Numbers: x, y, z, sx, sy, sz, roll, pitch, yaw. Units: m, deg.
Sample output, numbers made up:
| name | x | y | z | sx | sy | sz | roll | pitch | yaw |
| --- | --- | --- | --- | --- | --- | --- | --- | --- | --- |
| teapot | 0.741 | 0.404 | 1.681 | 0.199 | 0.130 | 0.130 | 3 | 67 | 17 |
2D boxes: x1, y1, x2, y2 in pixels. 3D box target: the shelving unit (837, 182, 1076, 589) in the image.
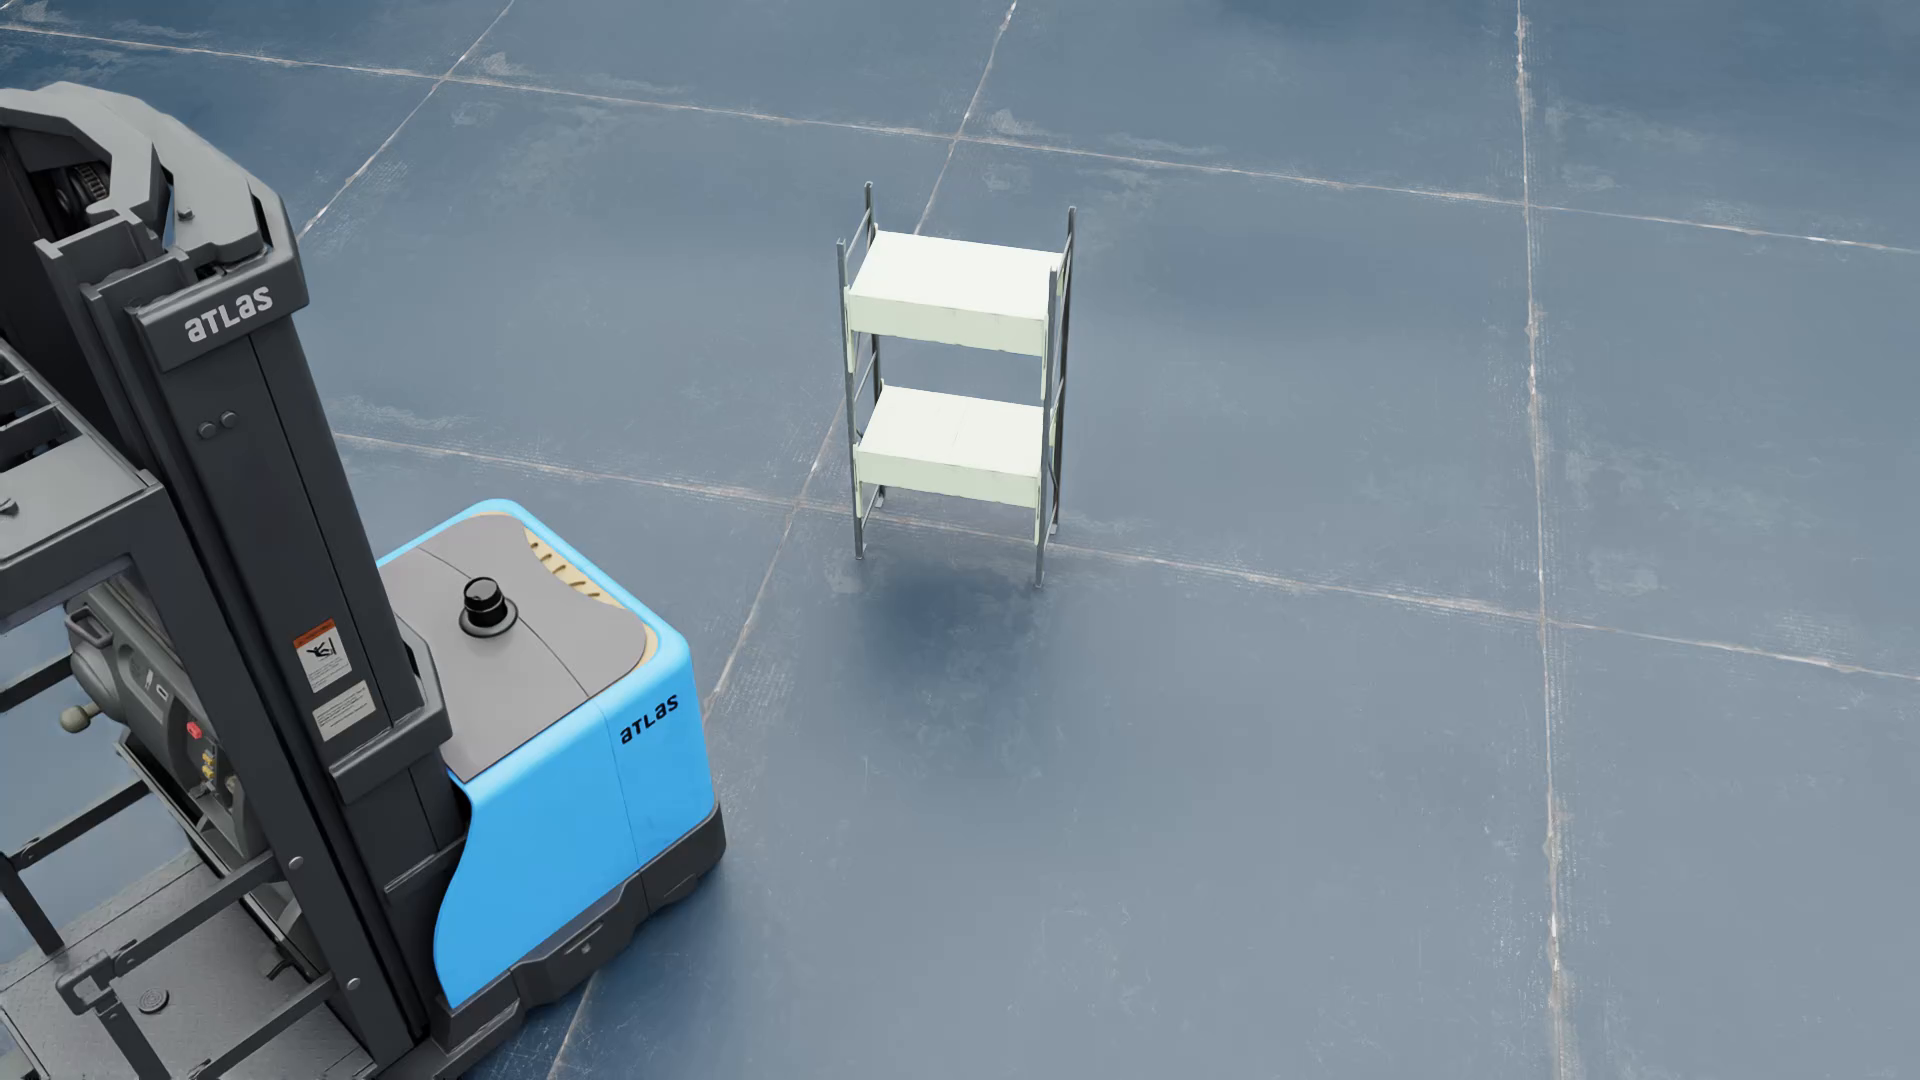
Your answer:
| name | x | y | z | sx | sy | sz | roll | pitch | yaw |
| --- | --- | --- | --- | --- | --- | --- | --- | --- | --- |
| shelving unit | -0.007 | -0.541 | 6.231 | 0.755 | 1.500 | 0.431 | 9 | 45 | 9 |

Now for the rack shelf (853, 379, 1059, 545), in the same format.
| name | x | y | z | sx | sy | sz | roll | pitch | yaw |
| --- | --- | --- | --- | --- | --- | --- | --- | --- | --- |
| rack shelf | -0.007 | -0.306 | 6.457 | 0.720 | 0.370 | 0.431 | 9 | 45 | 9 |

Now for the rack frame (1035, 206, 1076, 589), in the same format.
| name | x | y | z | sx | sy | sz | roll | pitch | yaw |
| --- | --- | --- | --- | --- | --- | --- | --- | --- | --- |
| rack frame | 0.351 | -0.486 | 6.173 | 0.023 | 1.500 | 0.400 | 9 | 45 | 9 |

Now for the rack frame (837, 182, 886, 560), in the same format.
| name | x | y | z | sx | sy | sz | roll | pitch | yaw |
| --- | --- | --- | --- | --- | --- | --- | --- | --- | --- |
| rack frame | -0.364 | -0.597 | 6.289 | 0.023 | 1.500 | 0.400 | 9 | 45 | 9 |

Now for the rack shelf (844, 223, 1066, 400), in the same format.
| name | x | y | z | sx | sy | sz | roll | pitch | yaw |
| --- | --- | --- | --- | --- | --- | --- | --- | --- | --- |
| rack shelf | -0.007 | -0.823 | 5.960 | 0.720 | 0.370 | 0.431 | 9 | 45 | 9 |

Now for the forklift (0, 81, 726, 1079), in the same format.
| name | x | y | z | sx | sy | sz | roll | pitch | yaw |
| --- | --- | --- | --- | --- | --- | --- | --- | --- | --- |
| forklift | -2.170 | 0.525 | 4.091 | 1.130 | 2.935 | 3.031 | 34 | 53 | 30 |
